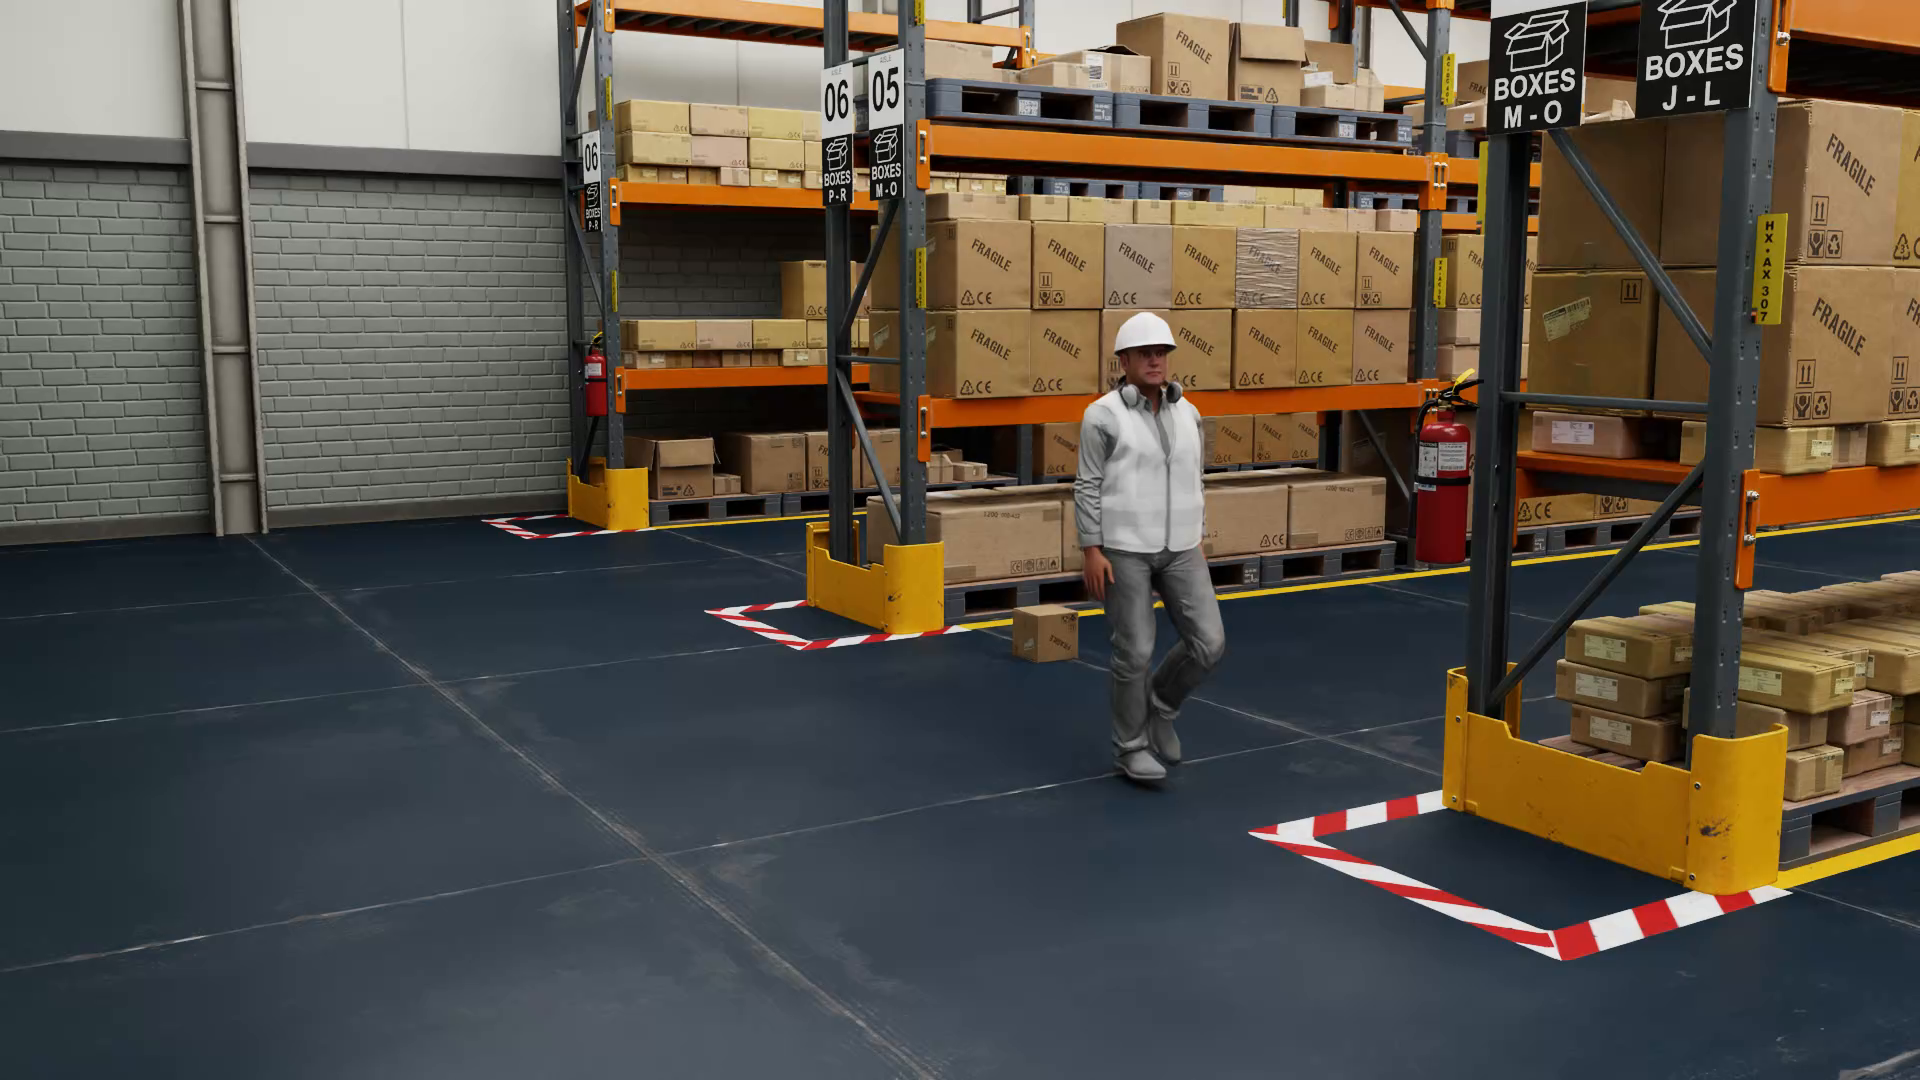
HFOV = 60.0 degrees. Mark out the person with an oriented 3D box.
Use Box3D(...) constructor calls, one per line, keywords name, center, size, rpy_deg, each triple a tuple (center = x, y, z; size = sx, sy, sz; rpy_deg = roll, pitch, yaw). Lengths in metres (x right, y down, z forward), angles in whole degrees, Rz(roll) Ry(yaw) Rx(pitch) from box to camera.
Box3D(name="person", center=(0.711, 0.033, 6.284), size=(0.573, 1.768, 0.462), rpy_deg=(-3, 9, -21))
